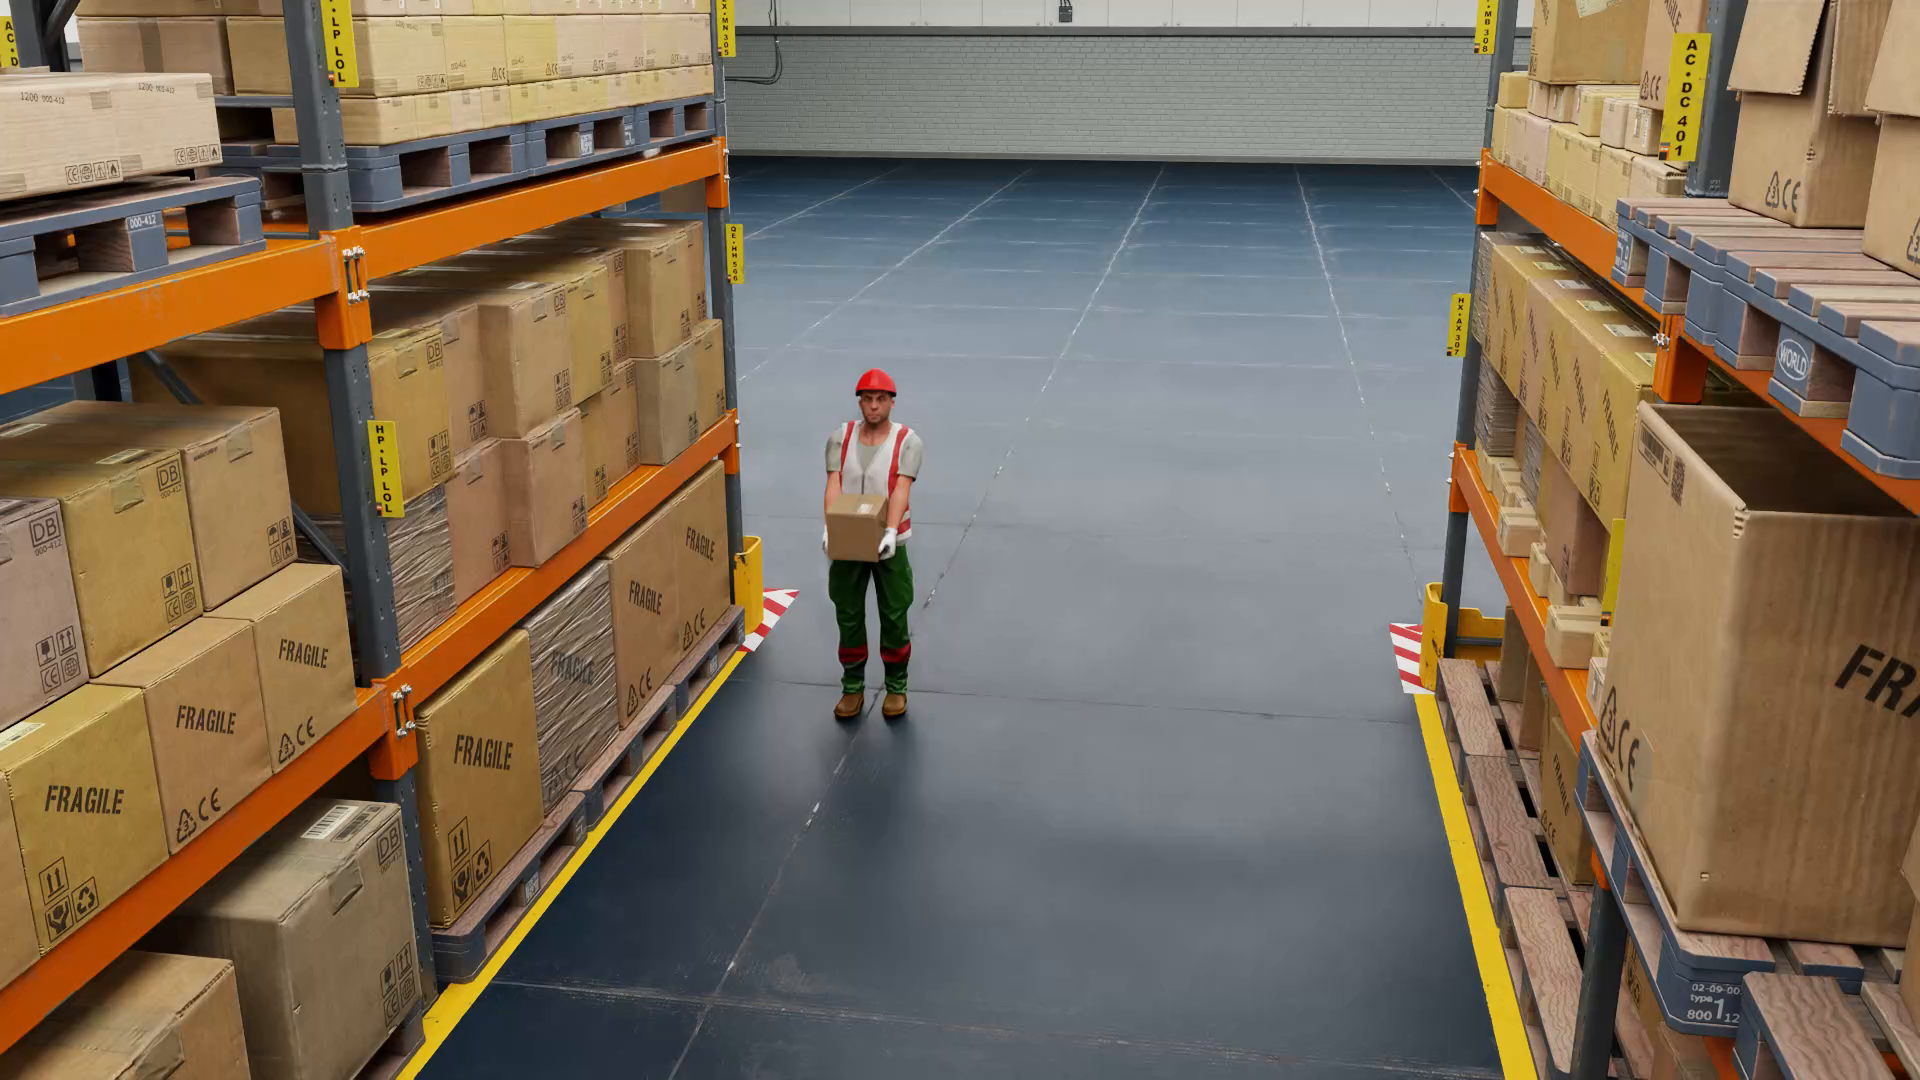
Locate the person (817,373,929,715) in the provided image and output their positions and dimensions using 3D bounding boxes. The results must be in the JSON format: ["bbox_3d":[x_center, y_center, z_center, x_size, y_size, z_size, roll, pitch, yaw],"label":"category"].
[{"bbox_3d":[-0.442,0.018,8.464,0.558,1.783,0.427,2,18,7],"label":"person"}]
